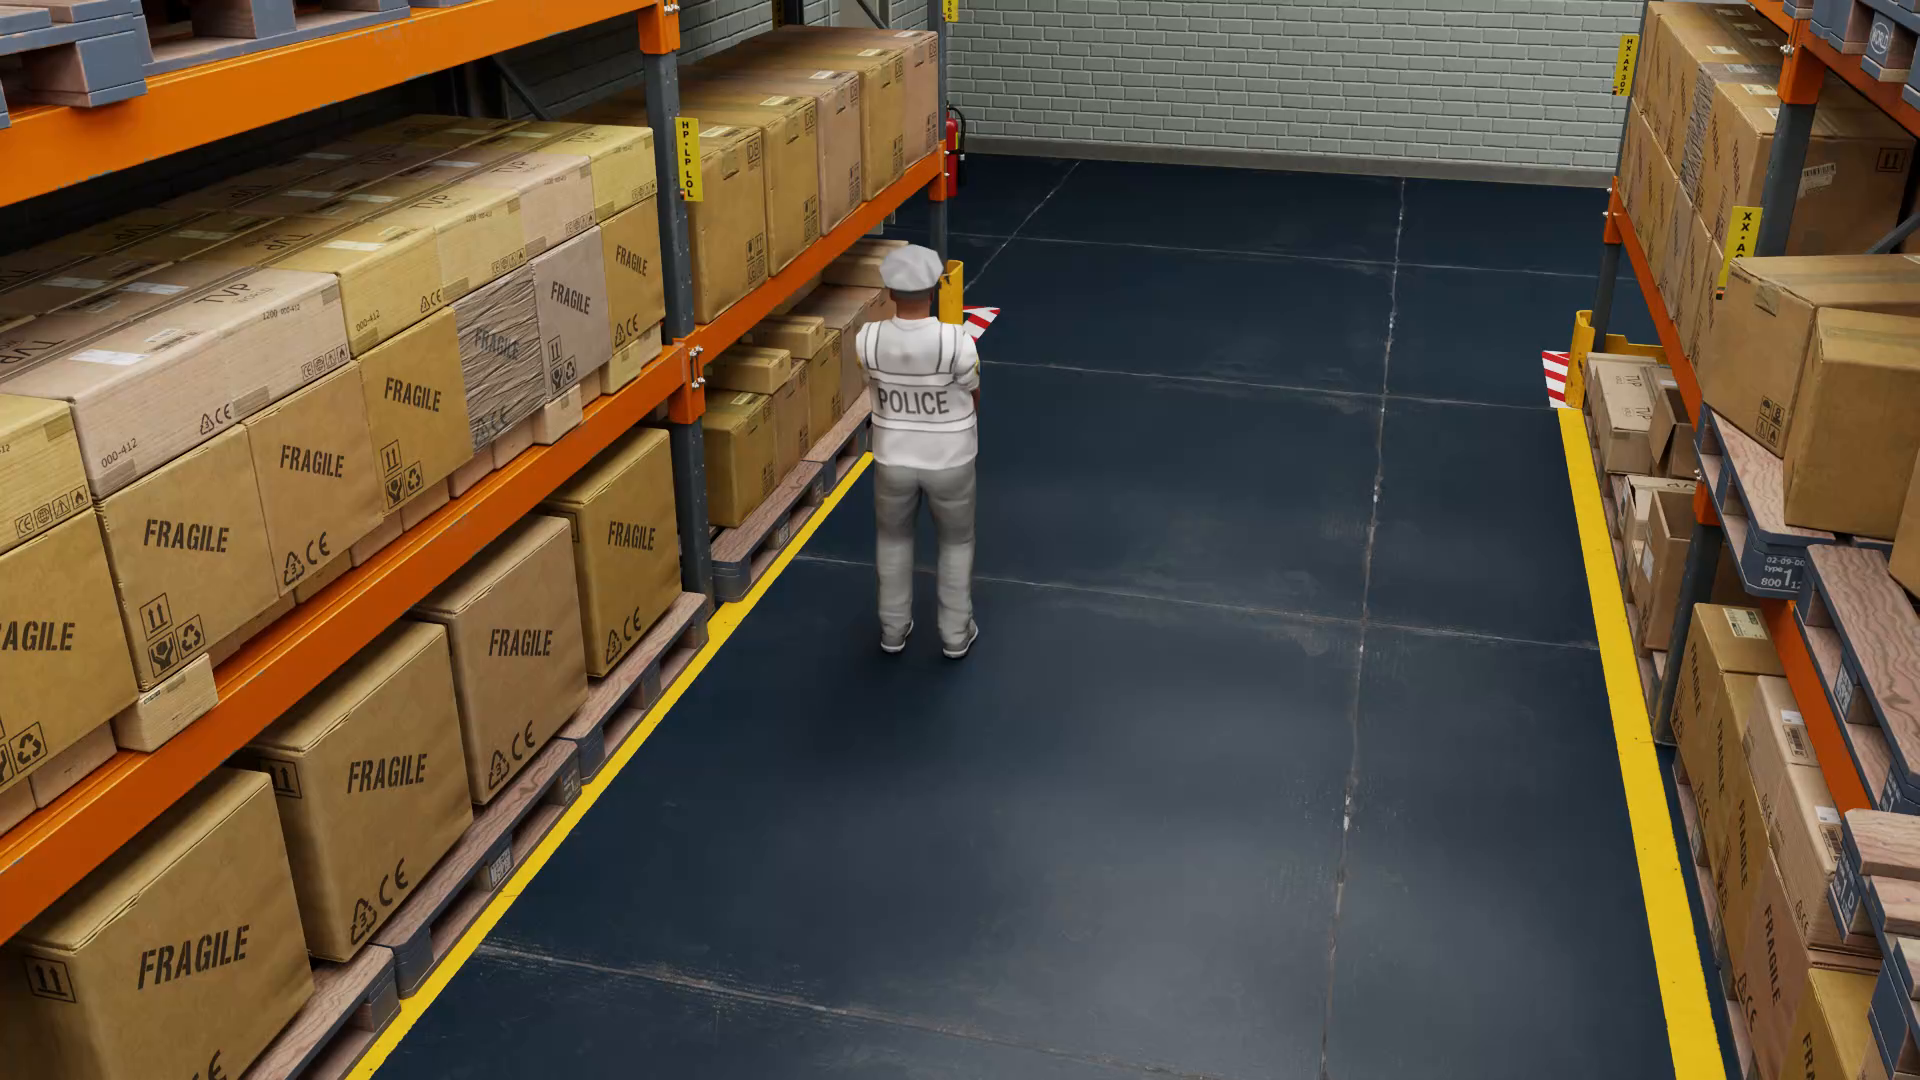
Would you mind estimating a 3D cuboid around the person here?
[{"bbox_3d":[-0.152,-0.379,6.884,0.493,1.767,0.566,4,25,8],"label":"person"}]
